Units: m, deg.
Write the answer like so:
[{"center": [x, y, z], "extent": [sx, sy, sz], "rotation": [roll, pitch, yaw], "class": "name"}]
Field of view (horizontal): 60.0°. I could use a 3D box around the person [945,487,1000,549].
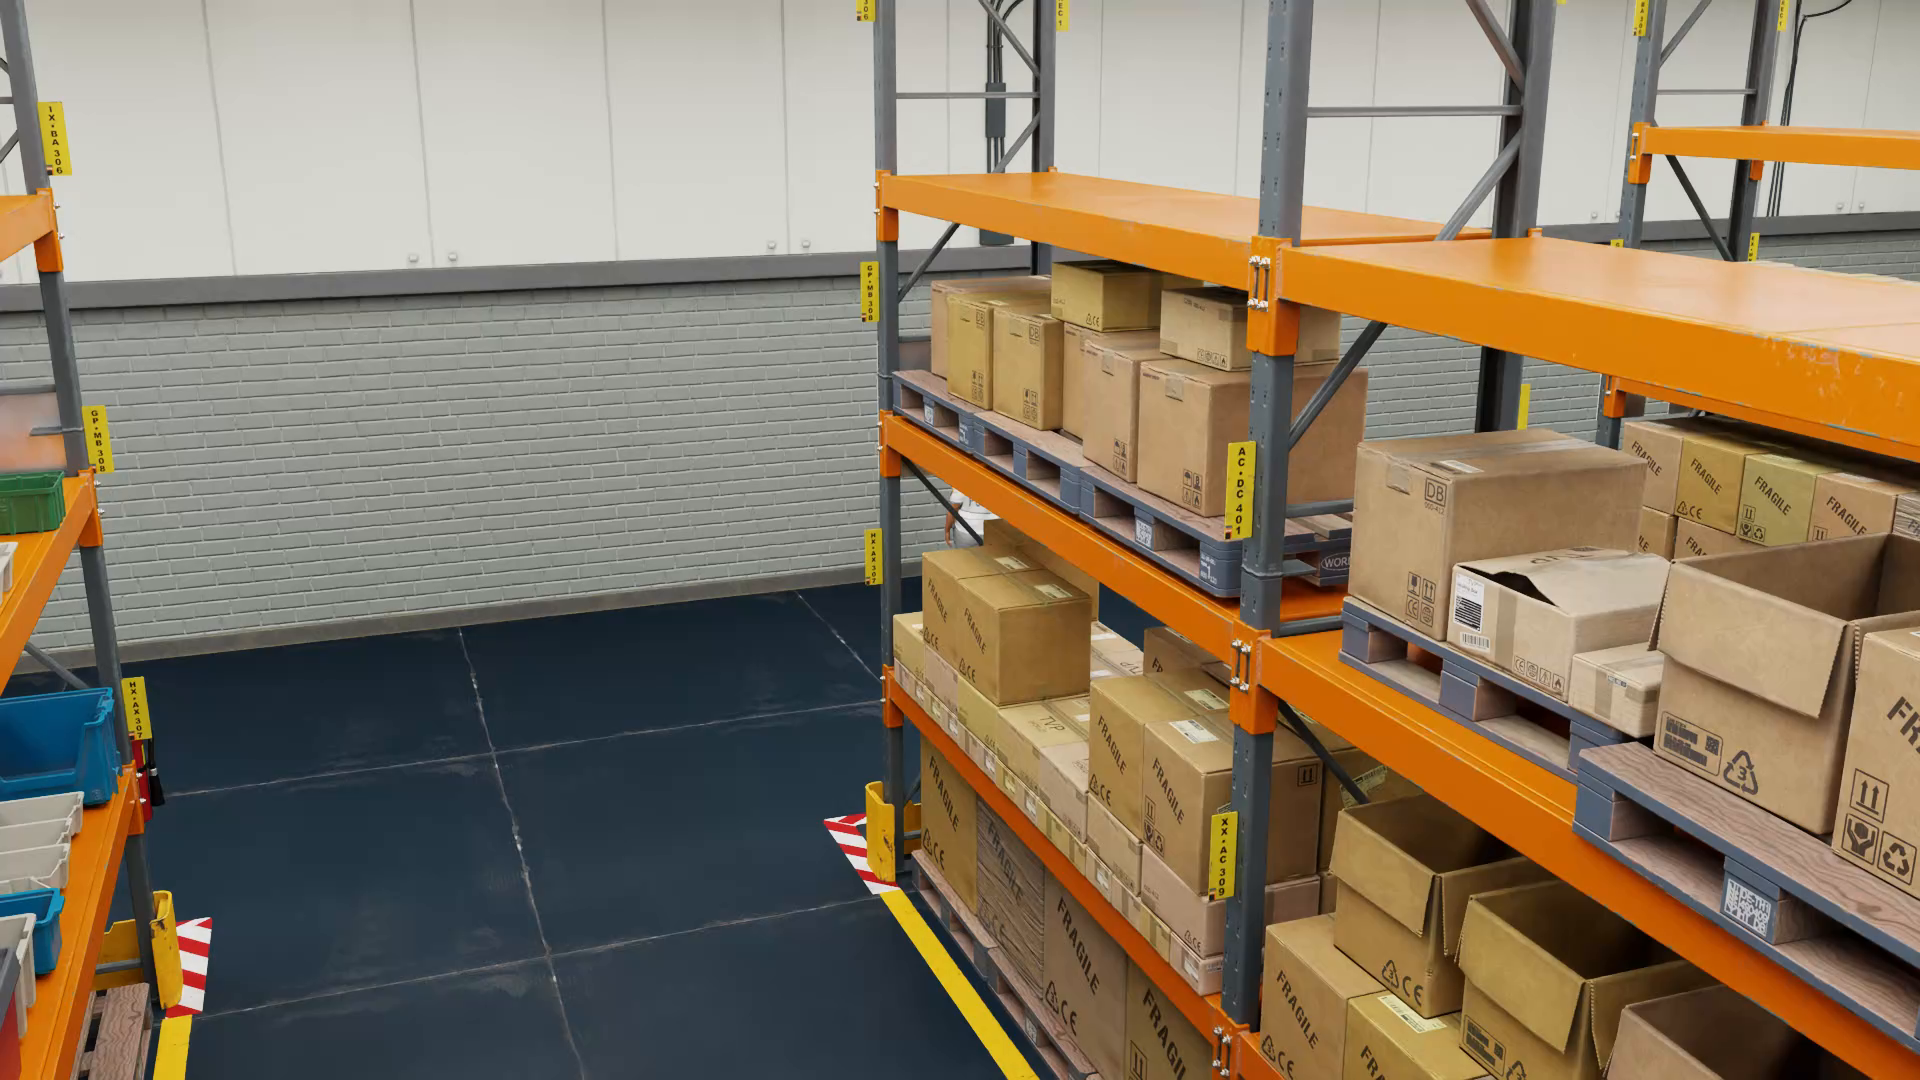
[{"center": [0.130, -0.104, 14.349], "extent": [0.597, 1.670, 0.529], "rotation": [-6, 17, -20], "class": "person"}]
